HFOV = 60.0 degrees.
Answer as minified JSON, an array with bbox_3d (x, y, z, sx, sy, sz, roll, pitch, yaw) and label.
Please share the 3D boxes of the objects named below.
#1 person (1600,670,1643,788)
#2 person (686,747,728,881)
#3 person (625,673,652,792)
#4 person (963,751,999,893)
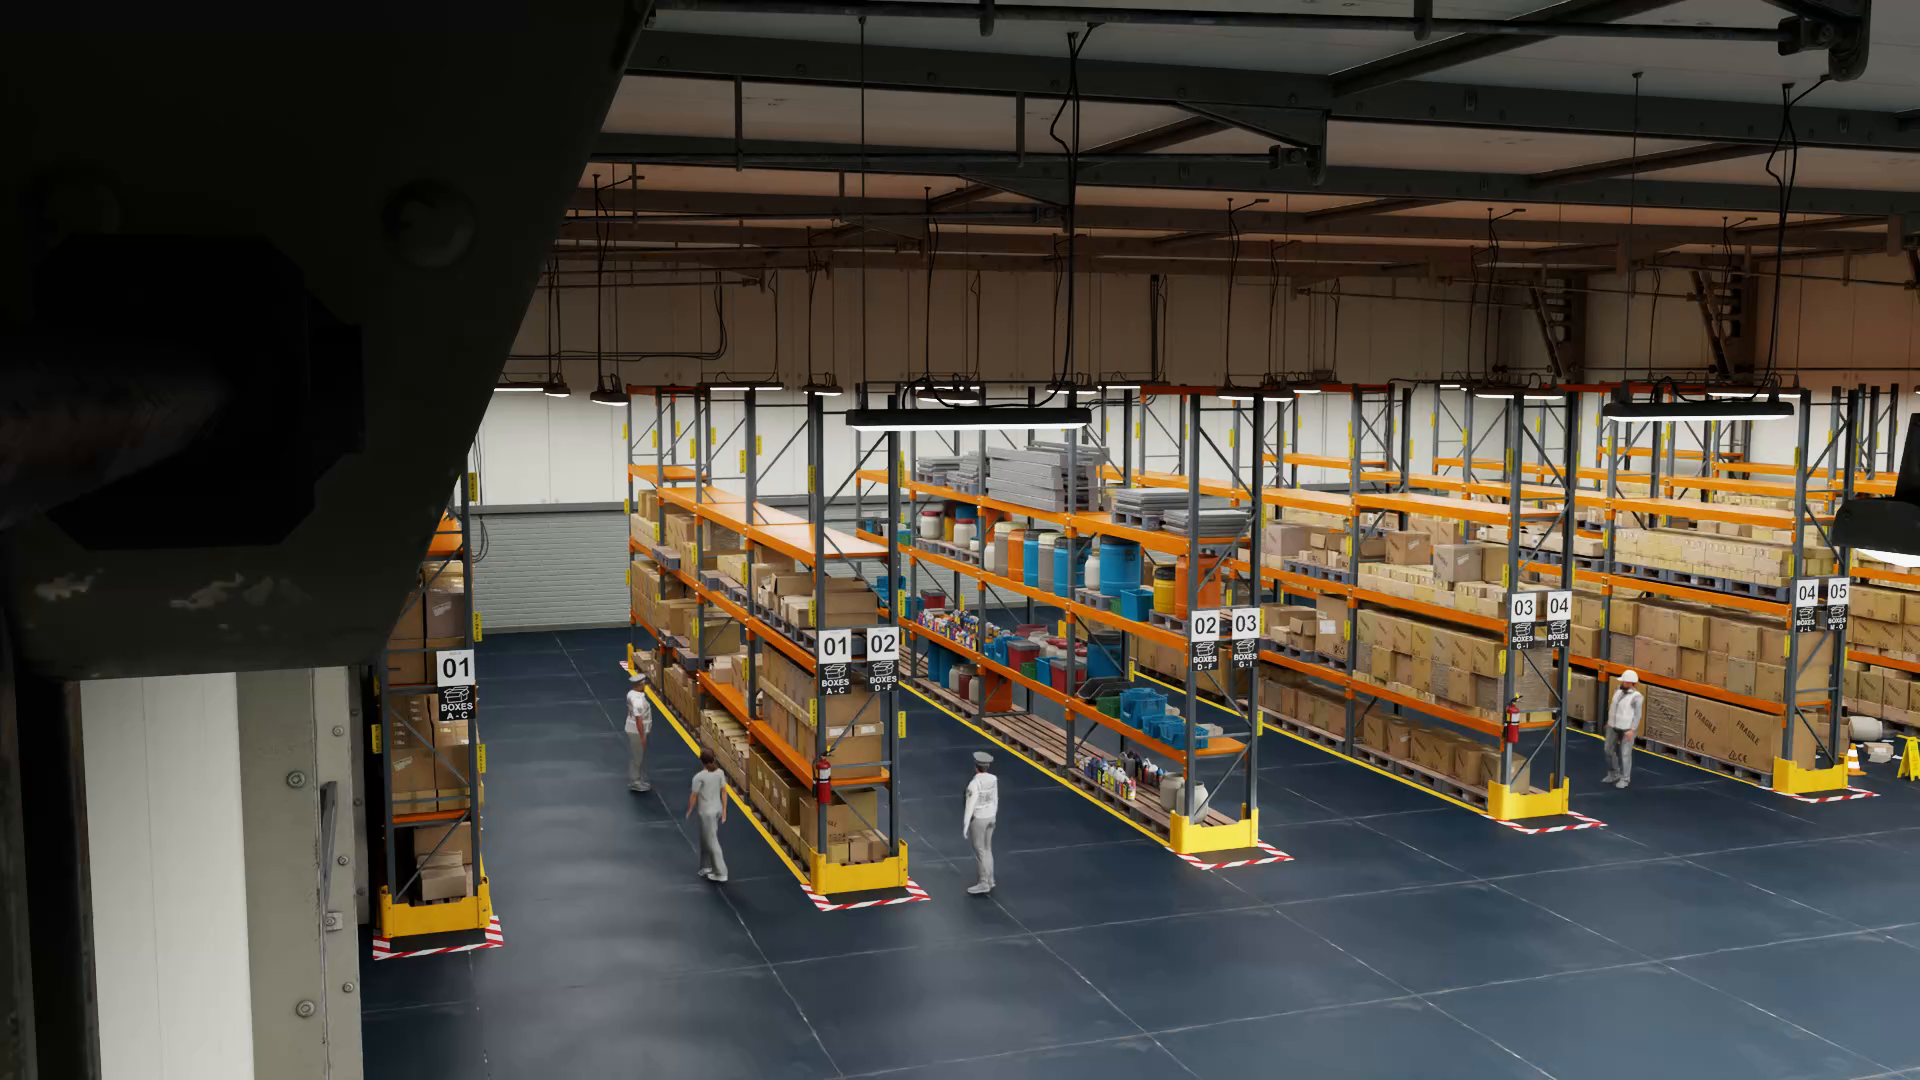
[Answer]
[{"bbox_3d":[10.025,2.871,25.227,0.468,1.812,0.621,-4,7,-34],"label":"person"},{"bbox_3d":[-3.125,3.403,20.540,0.613,1.723,0.472,3,7,26],"label":"person"},{"bbox_3d":[-4.822,2.877,24.943,0.406,1.775,0.580,-1,6,-10],"label":"person"},{"bbox_3d":[0.251,3.429,20.150,0.376,1.721,0.567,5,8,41],"label":"person"}]
